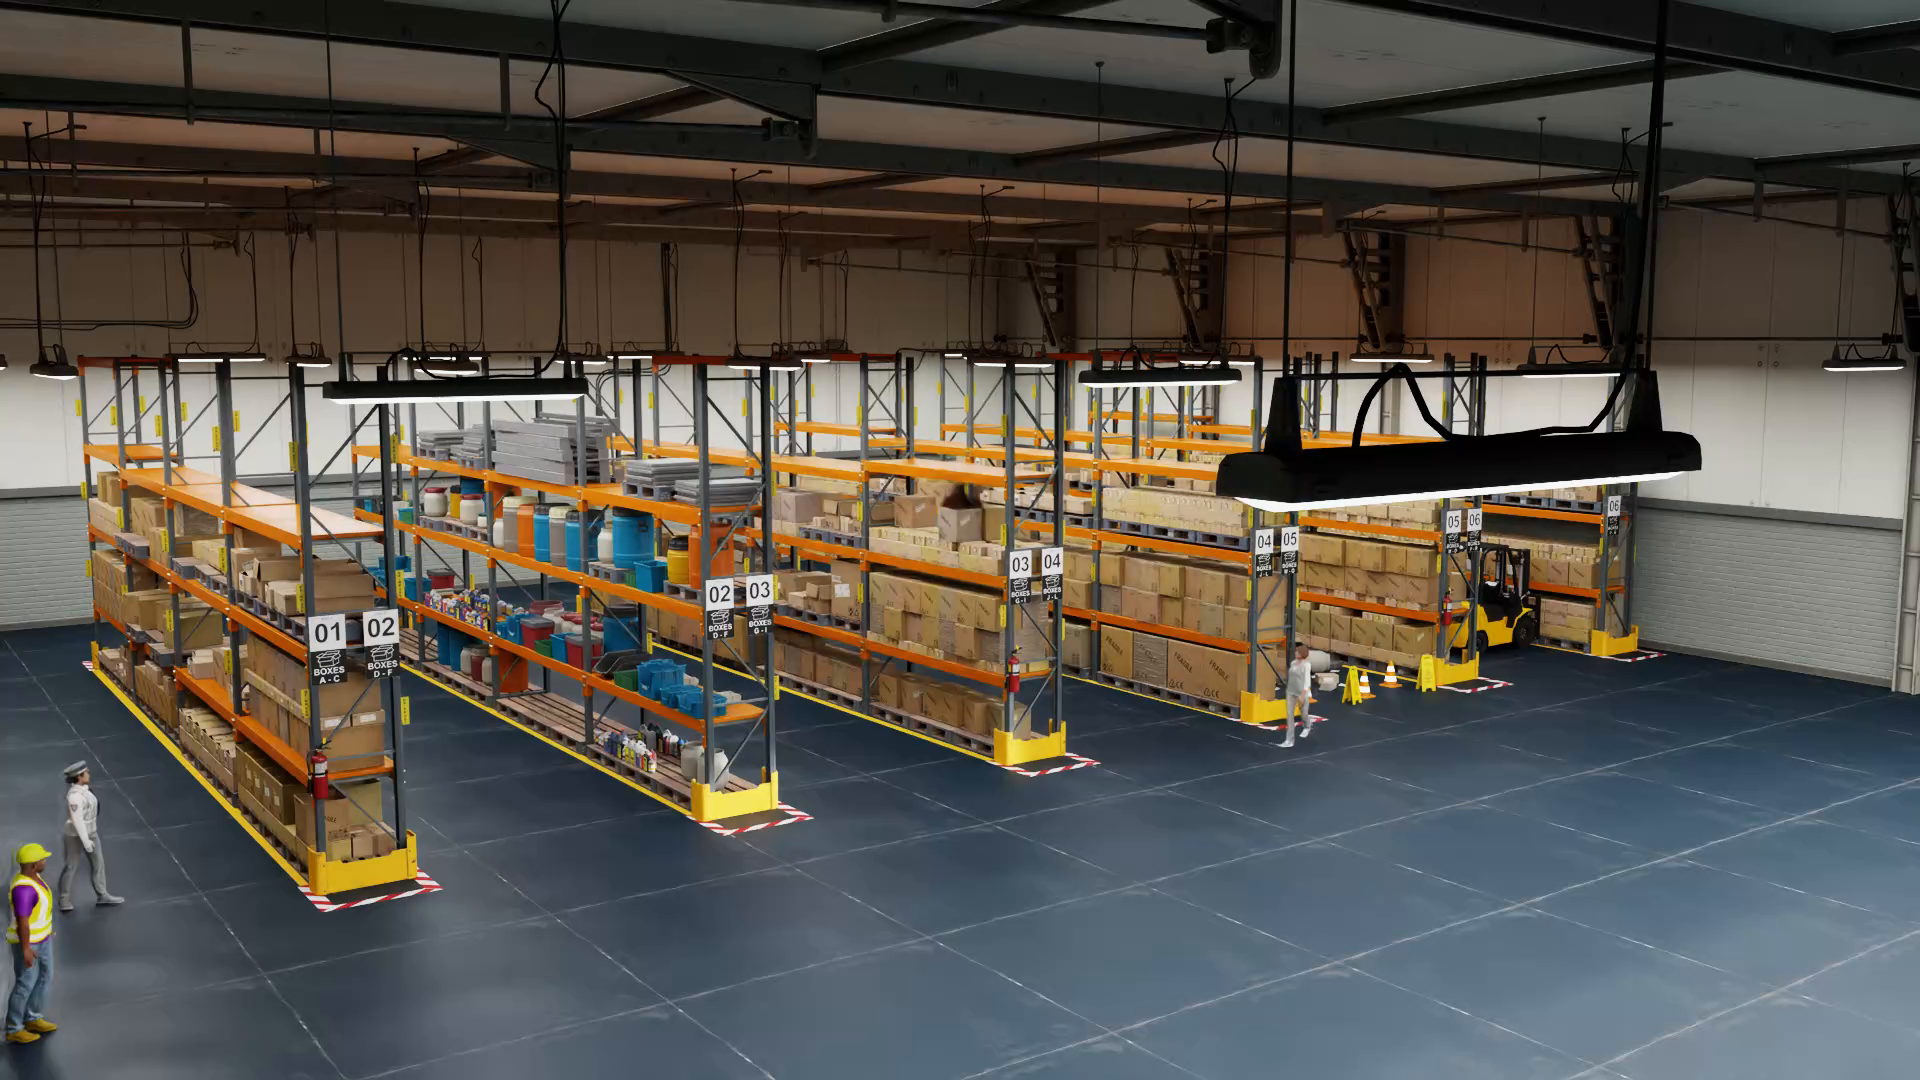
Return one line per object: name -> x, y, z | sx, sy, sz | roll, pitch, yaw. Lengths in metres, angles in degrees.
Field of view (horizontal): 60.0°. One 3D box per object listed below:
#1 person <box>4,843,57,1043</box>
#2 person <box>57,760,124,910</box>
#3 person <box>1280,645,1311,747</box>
person -> -8.458, 3.626, 15.123 | 0.426, 1.767, 0.667 | -1, 7, -8
person -> -9.741, 3.273, 18.453 | 0.658, 1.673, 0.484 | 0, 7, 3
person -> 5.281, 2.409, 25.930 | 0.387, 1.557, 0.842 | 3, 8, 25
